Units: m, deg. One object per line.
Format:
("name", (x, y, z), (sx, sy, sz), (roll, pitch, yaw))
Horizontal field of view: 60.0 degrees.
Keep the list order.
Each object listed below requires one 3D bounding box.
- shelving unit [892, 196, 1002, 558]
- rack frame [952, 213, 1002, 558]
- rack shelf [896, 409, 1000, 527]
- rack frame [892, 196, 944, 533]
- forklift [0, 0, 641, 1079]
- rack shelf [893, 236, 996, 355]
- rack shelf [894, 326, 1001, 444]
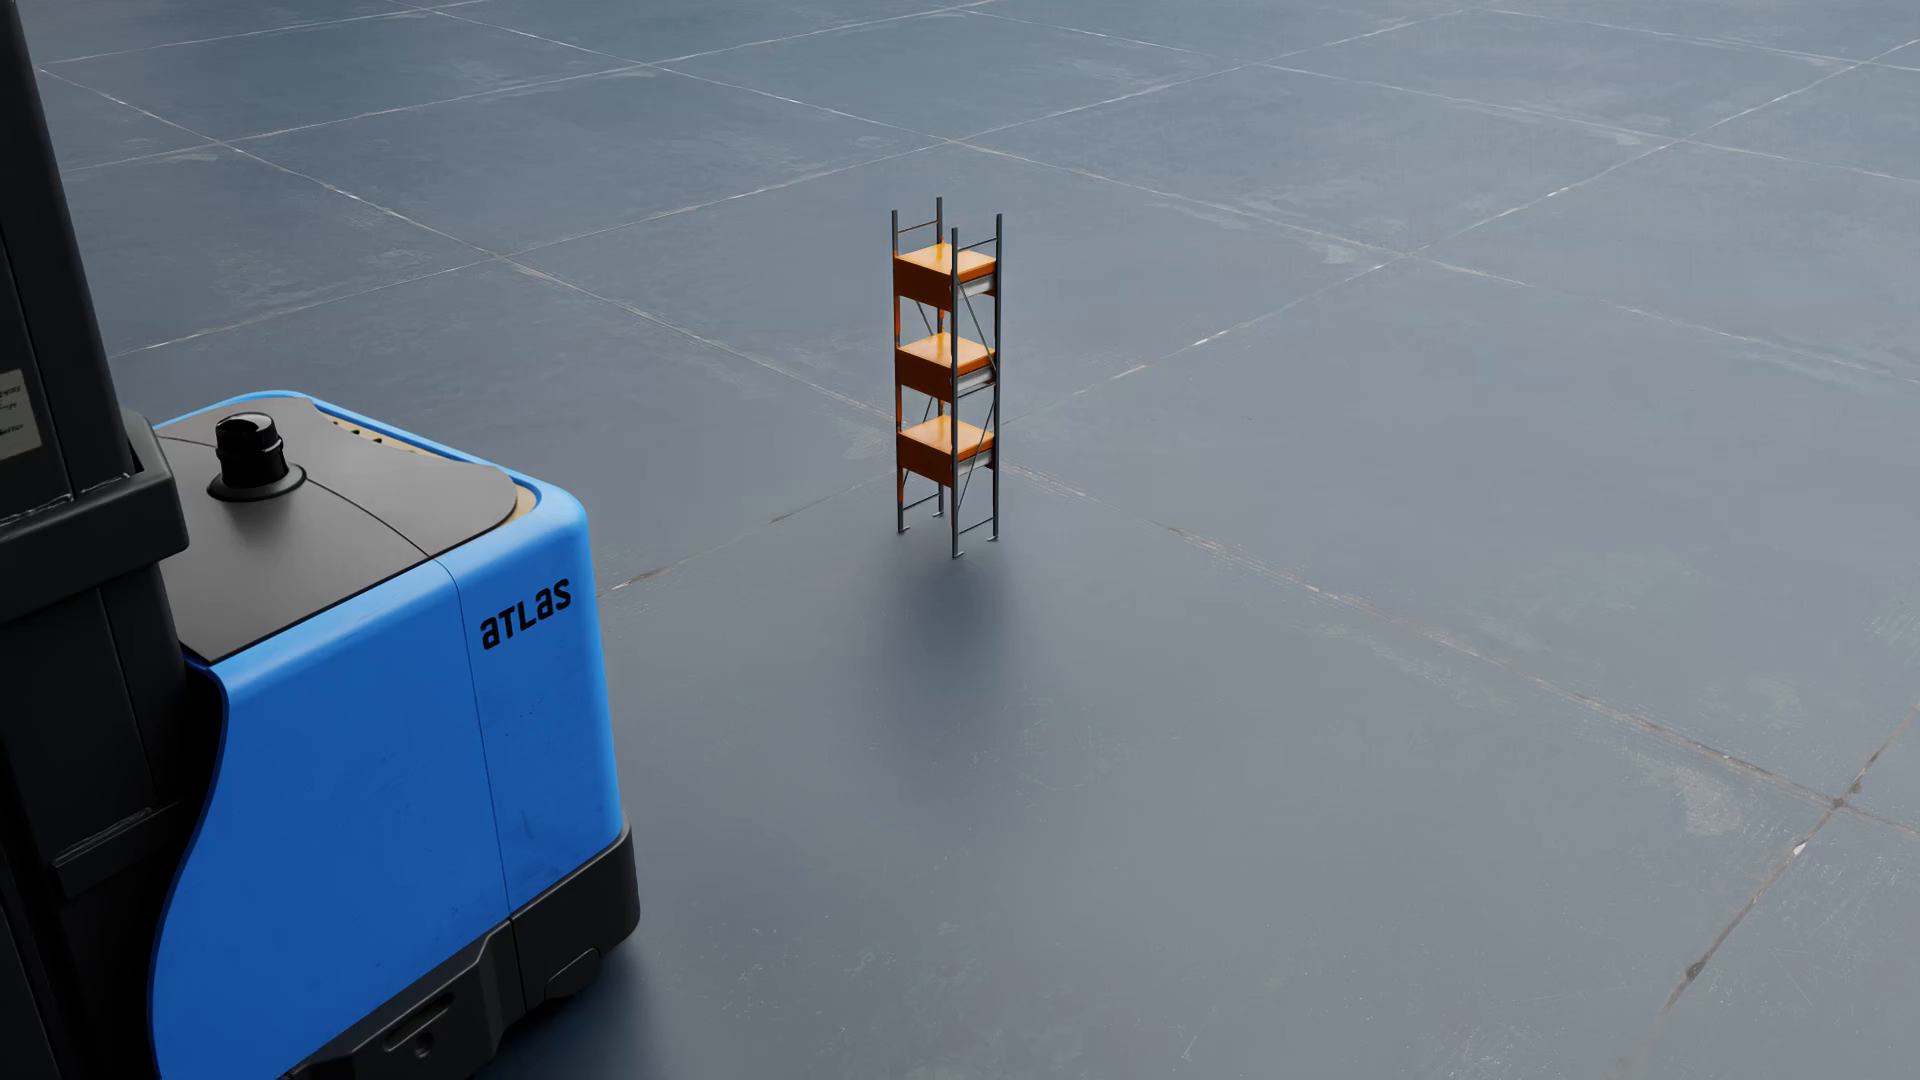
("shelving unit", (-0.038, -0.482, 5.039), (0.252, 1.050, 0.215), (25, 36, 38))
("rack frame", (0.049, -0.442, 4.963), (0.008, 1.050, 0.200), (25, 36, 38))
("rack shelf", (-0.038, -0.227, 5.173), (0.240, 0.259, 0.215), (25, 36, 38))
("rack frame", (-0.125, -0.522, 5.115), (0.008, 1.050, 0.200), (25, 36, 38))
("forklift", (-1.946, -0.001, 2.104), (1.130, 2.935, 3.031), (18, 33, 31))
("rack shelf", (-0.038, -0.724, 4.912), (0.240, 0.259, 0.215), (25, 36, 38))
("rack shelf", (-0.038, -0.473, 5.044), (0.240, 0.259, 0.215), (25, 36, 38))
